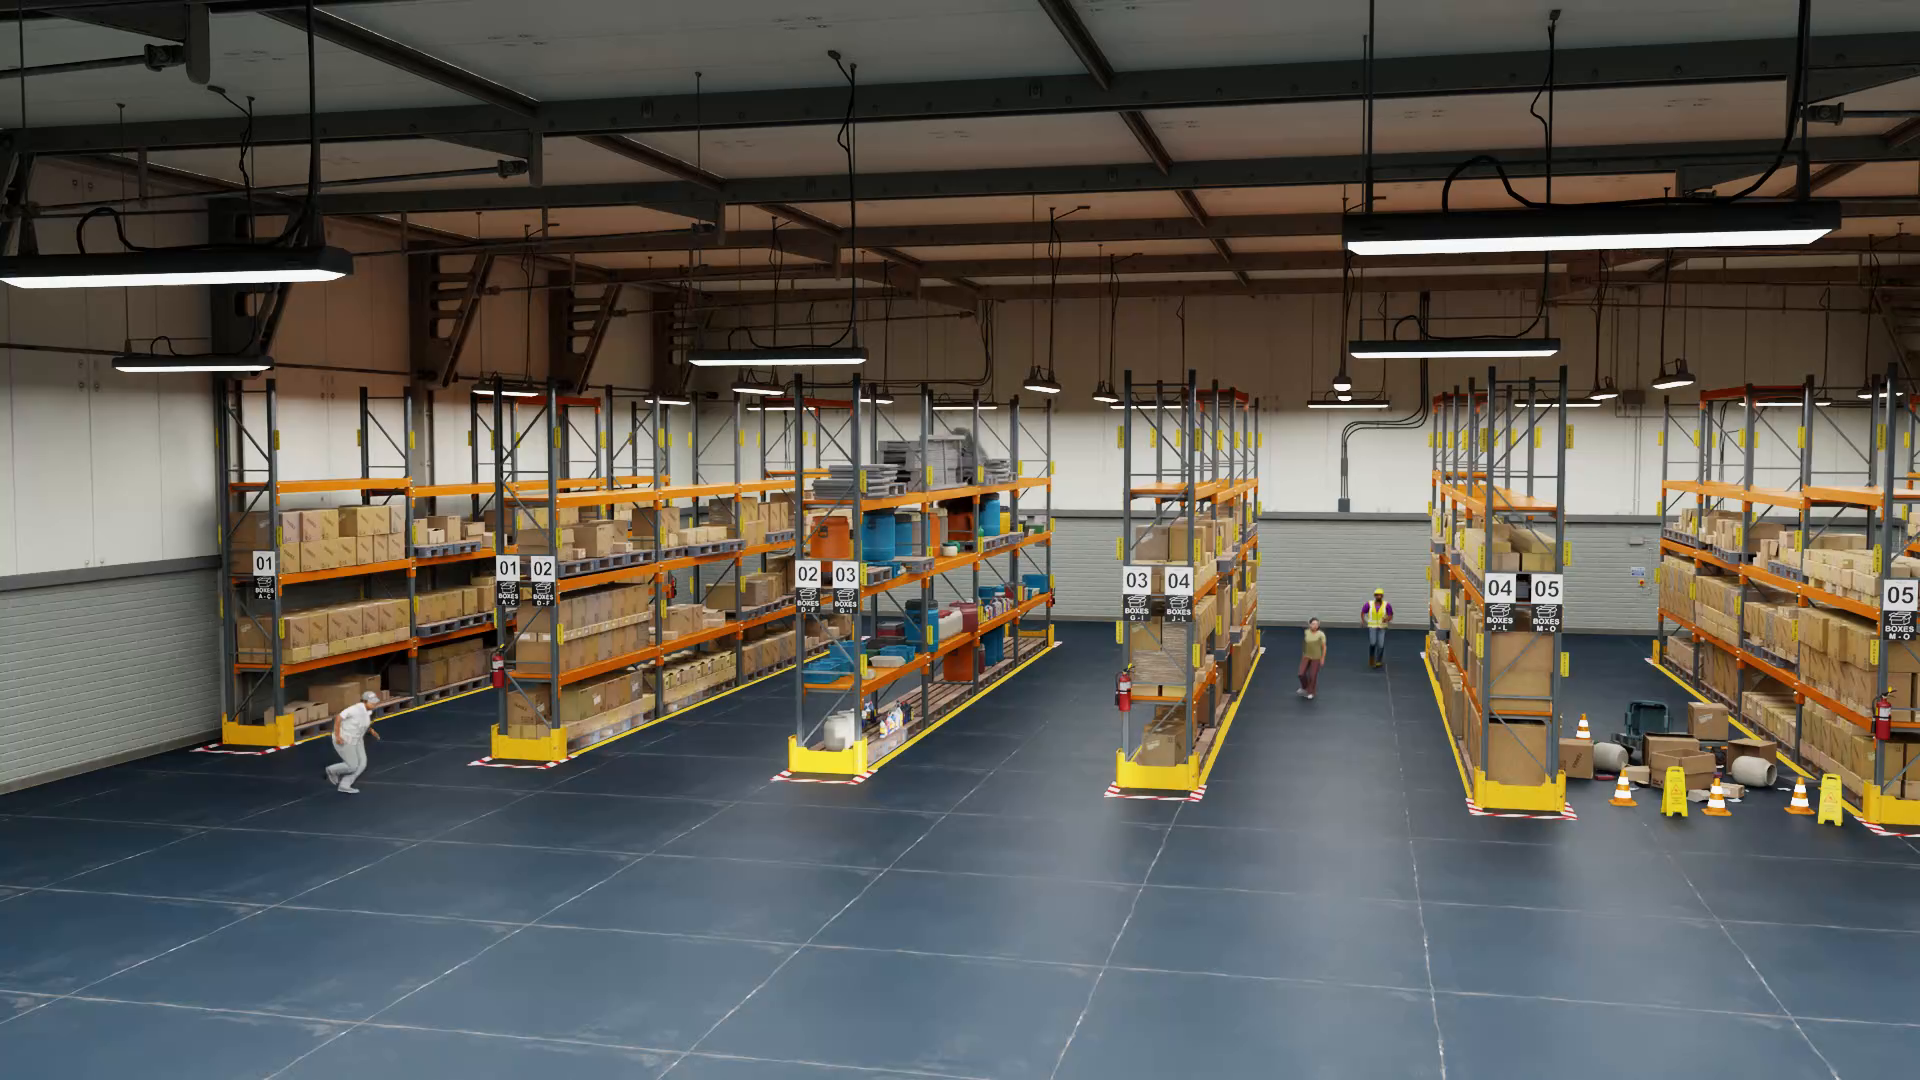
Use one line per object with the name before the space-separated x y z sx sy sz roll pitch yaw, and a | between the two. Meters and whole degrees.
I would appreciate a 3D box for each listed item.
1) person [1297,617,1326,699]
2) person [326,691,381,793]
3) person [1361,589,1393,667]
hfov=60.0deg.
person | 6.784 2.267 32.060 0.598 1.614 0.543 2 4 25
person | -8.579 2.865 23.479 0.871 1.483 0.630 1 4 16
person | 9.157 1.930 36.471 0.677 1.721 0.655 1 3 9
